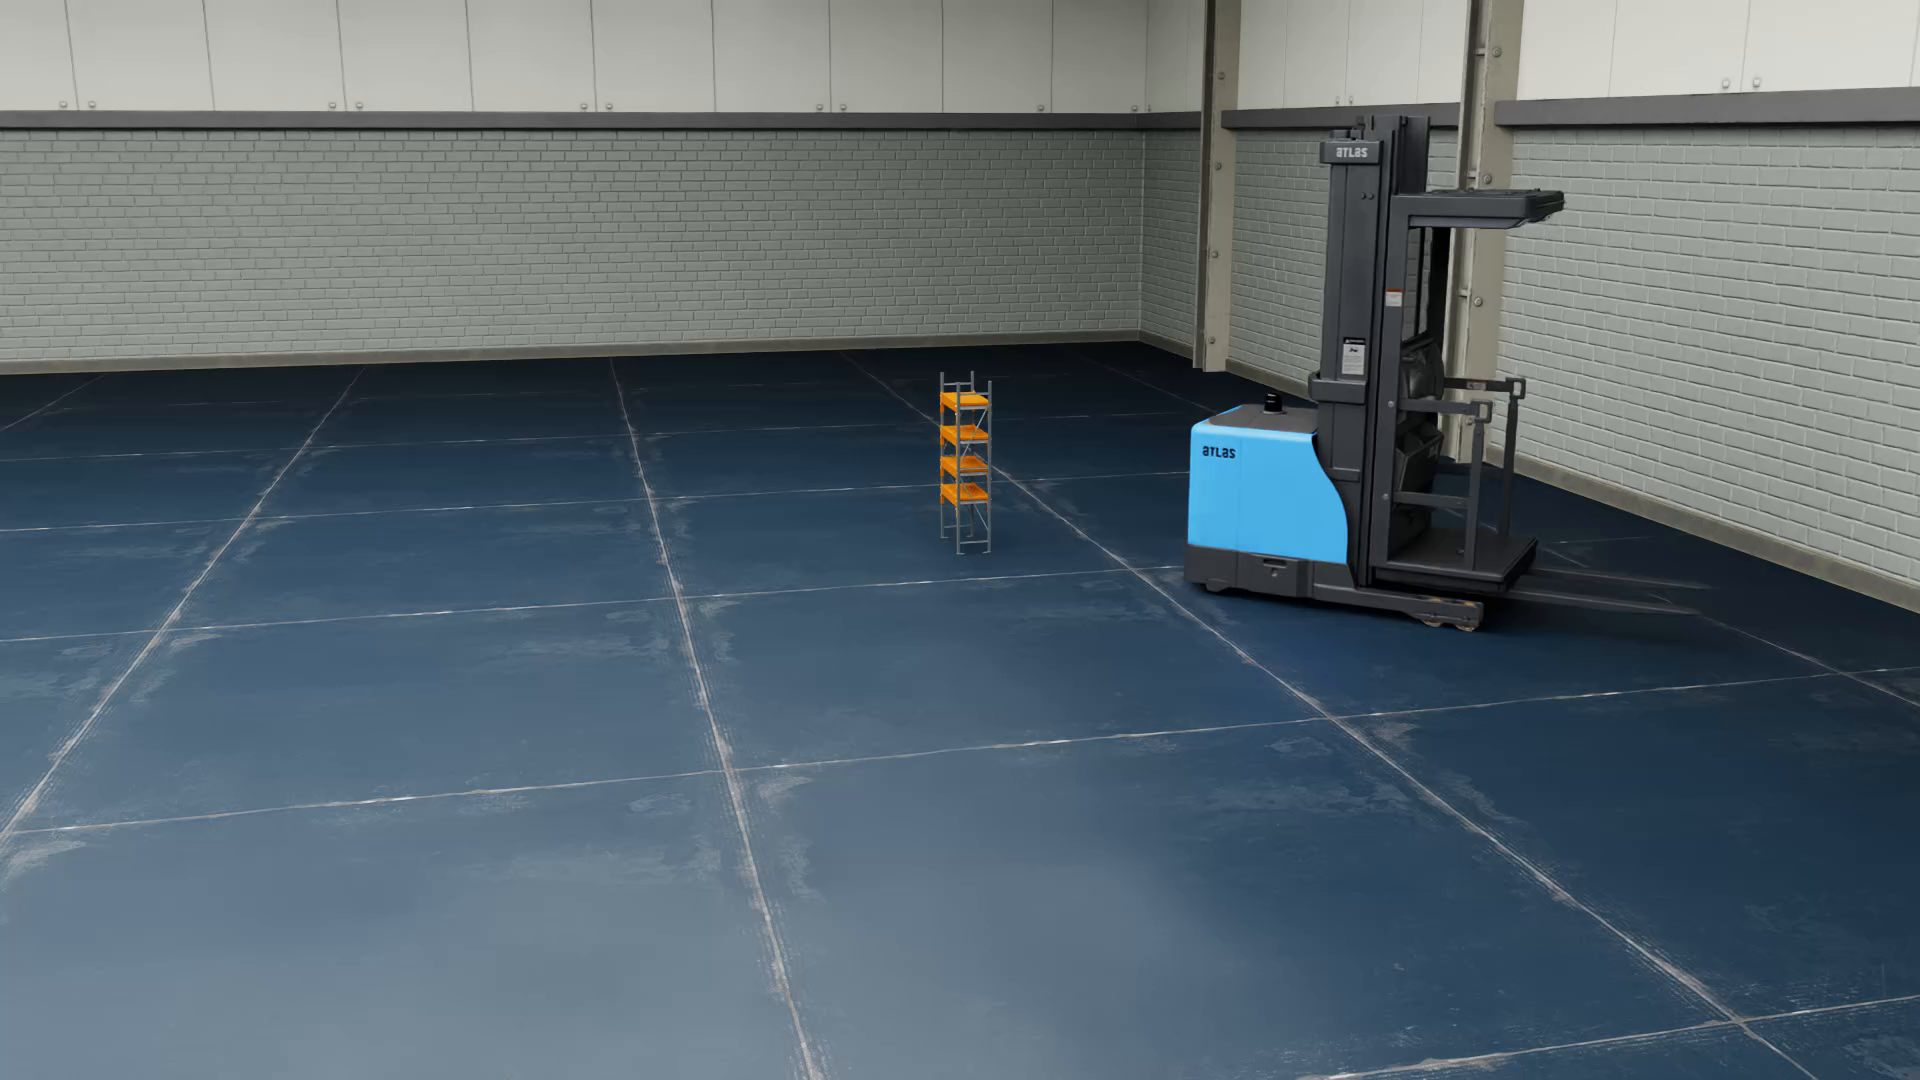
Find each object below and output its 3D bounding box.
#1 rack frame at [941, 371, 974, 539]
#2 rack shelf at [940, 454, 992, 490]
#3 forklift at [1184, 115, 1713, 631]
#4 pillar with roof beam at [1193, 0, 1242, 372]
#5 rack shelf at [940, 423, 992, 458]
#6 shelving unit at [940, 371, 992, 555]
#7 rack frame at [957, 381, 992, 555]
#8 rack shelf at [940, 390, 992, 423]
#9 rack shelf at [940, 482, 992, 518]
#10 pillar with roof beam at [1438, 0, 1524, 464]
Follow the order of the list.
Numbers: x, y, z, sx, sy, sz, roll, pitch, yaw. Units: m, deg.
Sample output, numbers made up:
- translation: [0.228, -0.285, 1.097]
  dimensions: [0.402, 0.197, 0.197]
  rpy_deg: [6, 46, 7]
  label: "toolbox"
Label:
- translation: [-0.018, -0.601, 11.859]
  dimensions: [0.240, 1.200, 0.015]
  rpy_deg: [-3, 14, -13]
  label: "rack frame"
- translation: [0.039, -0.479, 11.644]
  dimensions: [0.258, 0.148, 0.480]
  rpy_deg: [-3, 14, -13]
  label: "rack shelf"
- translation: [2.972, -1.033, 9.981]
  dimensions: [3.031, 2.935, 1.130]
  rpy_deg: [7, 16, 28]
  label: "forklift"
- translation: [-1.089, -6.245, 18.527]
  dimensions: [9.100, 9.000, 0.400]
  rpy_deg: [-3, 14, -13]
  label: "pillar with roof beam"
- translation: [0.039, -0.697, 11.591]
  dimensions: [0.258, 0.148, 0.480]
  rpy_deg: [-3, 14, -13]
  label: "rack shelf"
- translation: [0.039, -0.545, 11.628]
  dimensions: [0.258, 1.200, 0.503]
  rpy_deg: [-3, 14, -13]
  label: "shelving unit"
- translation: [0.096, -0.488, 11.398]
  dimensions: [0.240, 1.200, 0.015]
  rpy_deg: [-3, 14, -13]
  label: "rack frame"
- translation: [0.039, -0.926, 11.535]
  dimensions: [0.258, 0.148, 0.480]
  rpy_deg: [-3, 14, -13]
  label: "rack shelf"
- translation: [0.039, -0.286, 11.691]
  dimensions: [0.258, 0.148, 0.480]
  rpy_deg: [-3, 14, -13]
  label: "rack shelf"
- translation: [0.320, -4.861, 12.861]
  dimensions: [9.100, 9.000, 0.400]
  rpy_deg: [-3, 14, -13]
  label: "pillar with roof beam"
